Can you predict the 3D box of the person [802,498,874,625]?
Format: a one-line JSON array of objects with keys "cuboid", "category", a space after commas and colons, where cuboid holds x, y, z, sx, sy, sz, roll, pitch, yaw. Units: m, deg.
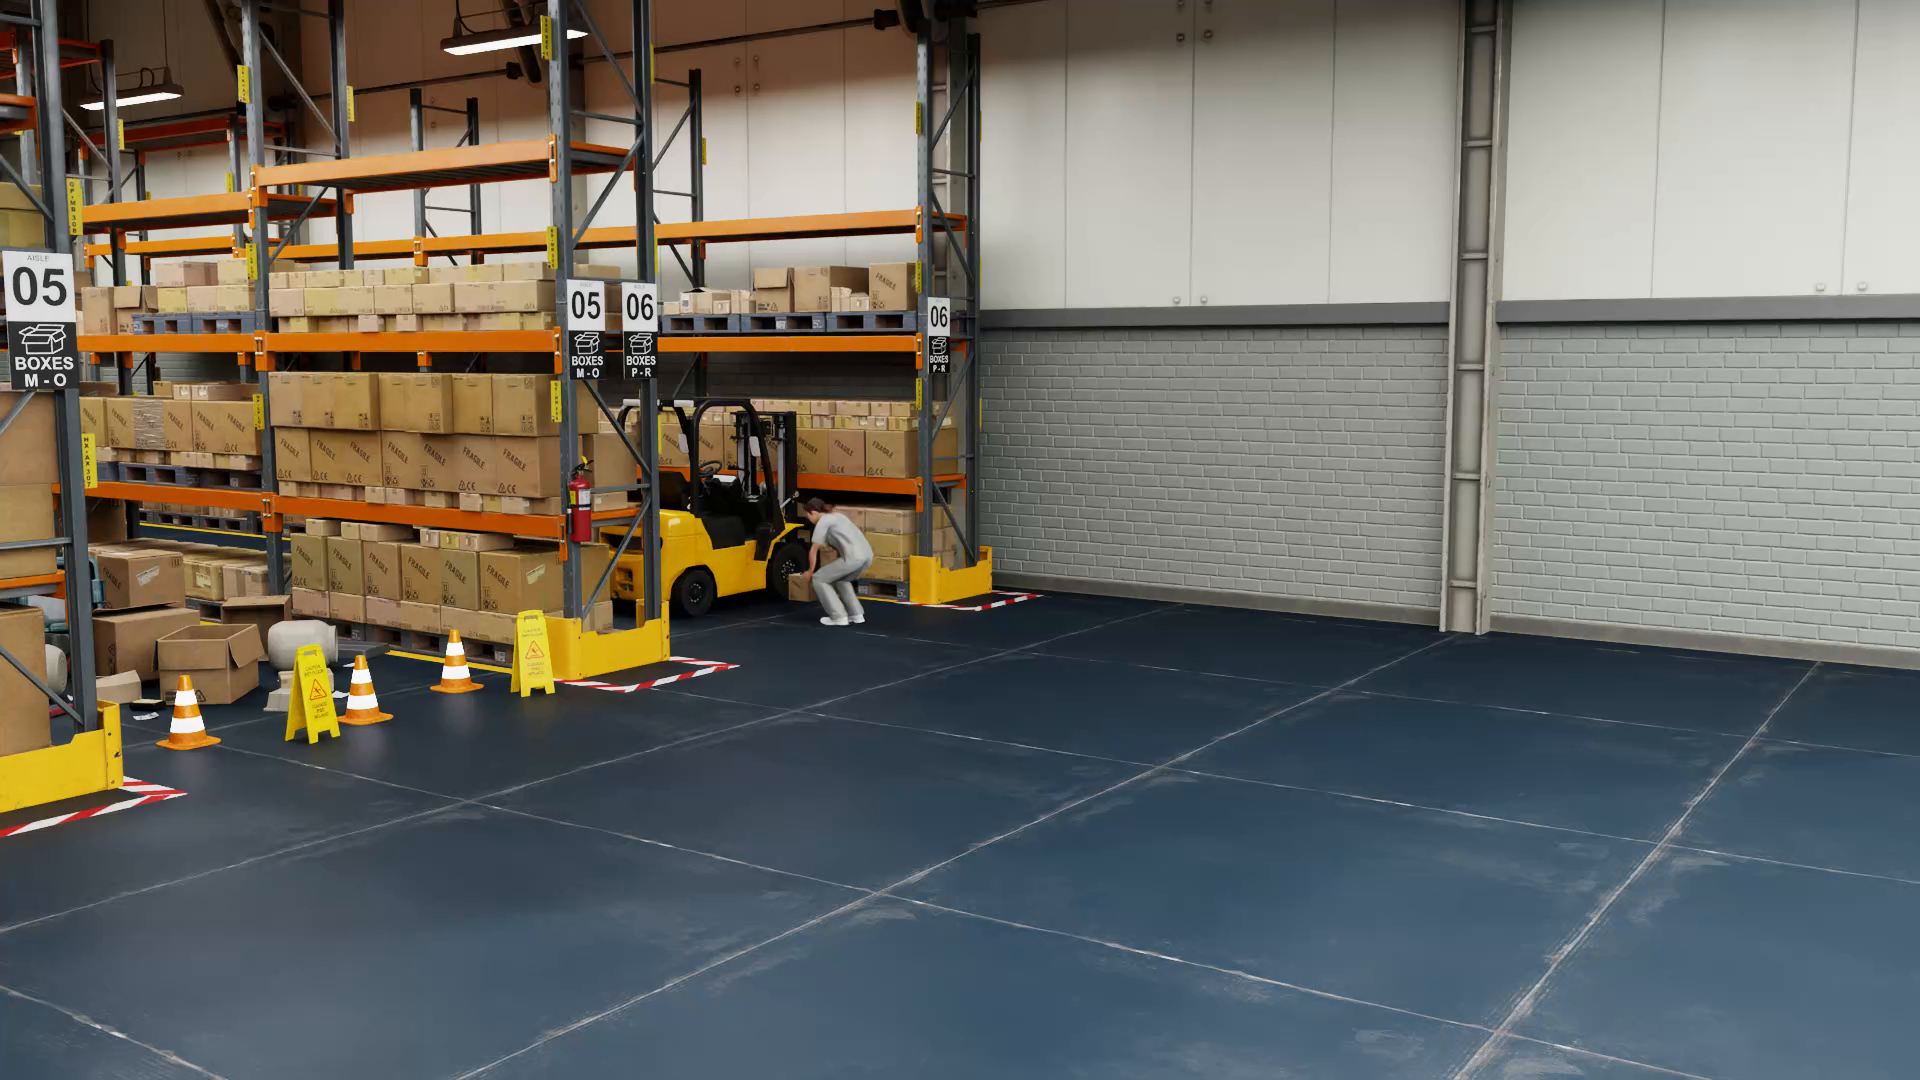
[{"cuboid": [-1.202, 0.209, 16.165, 0.716, 1.221, 0.496, 4, 8, 34], "category": "person"}]
